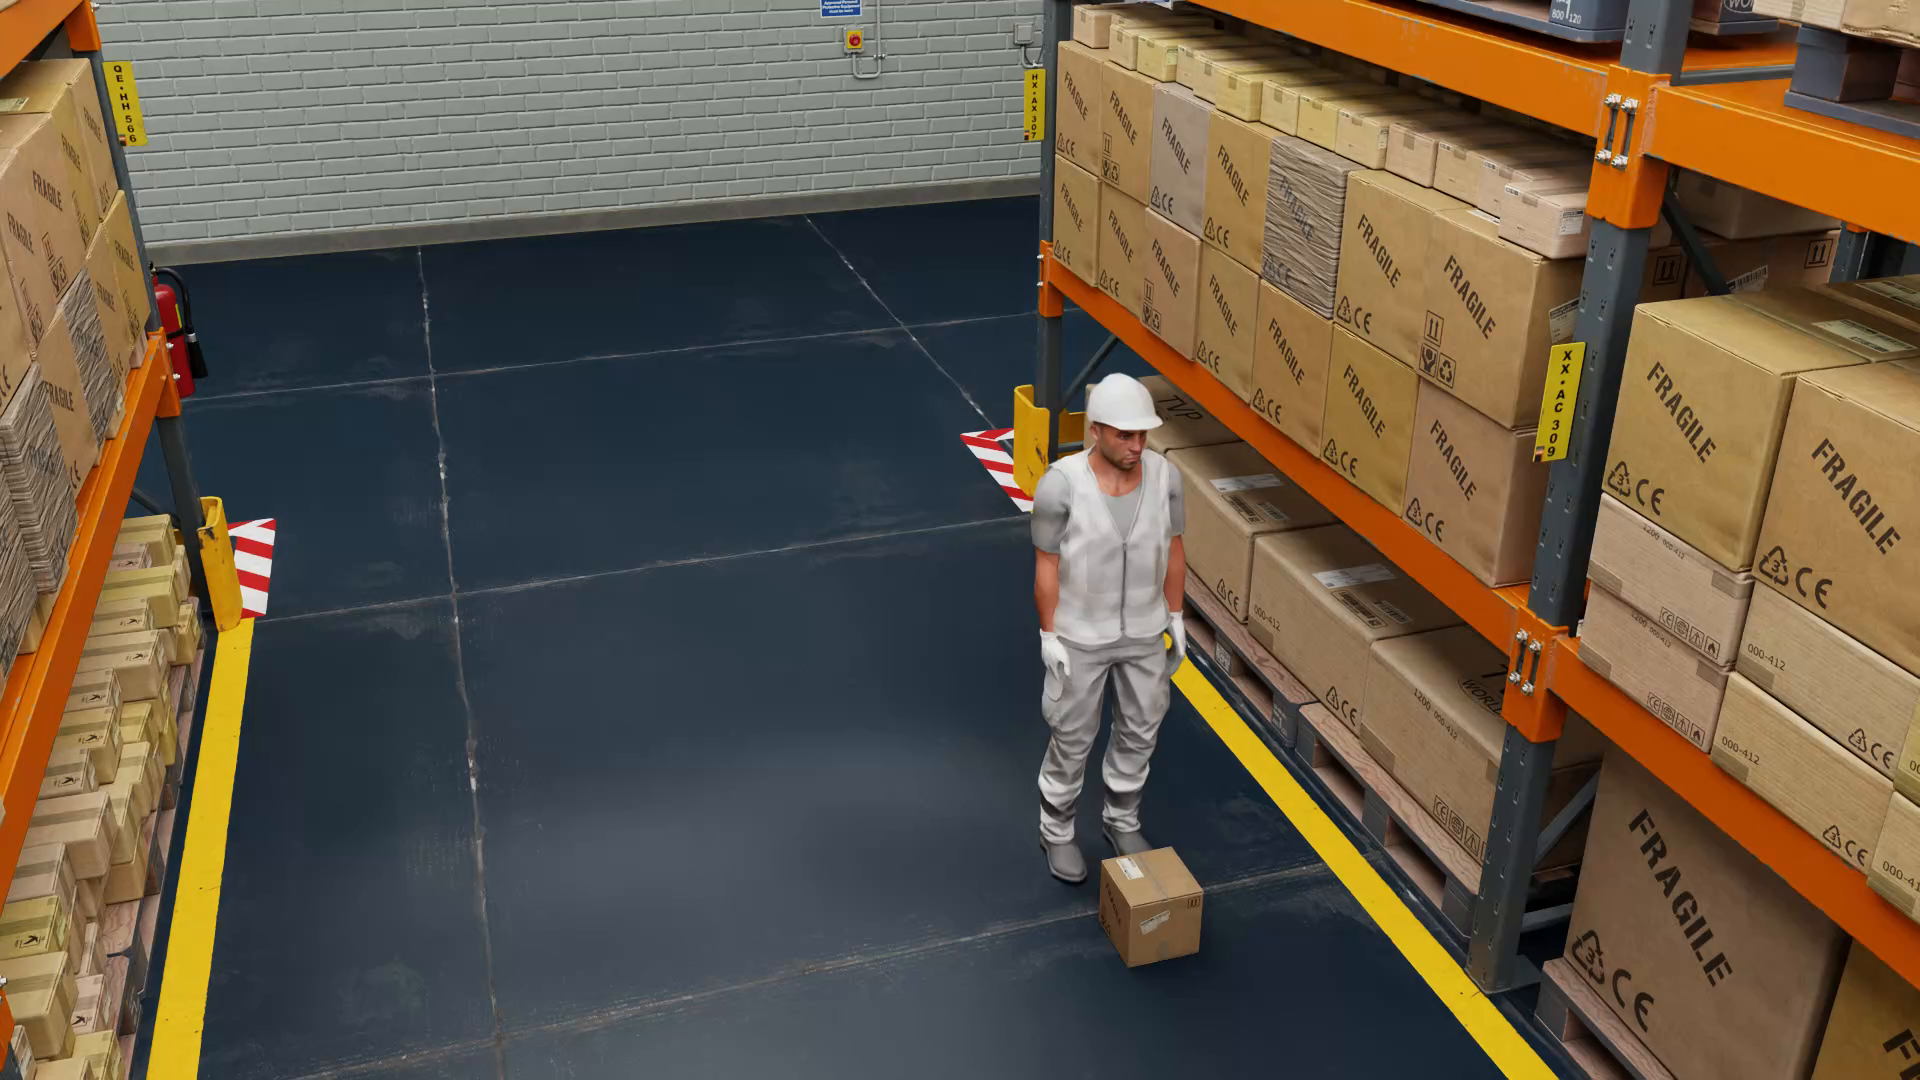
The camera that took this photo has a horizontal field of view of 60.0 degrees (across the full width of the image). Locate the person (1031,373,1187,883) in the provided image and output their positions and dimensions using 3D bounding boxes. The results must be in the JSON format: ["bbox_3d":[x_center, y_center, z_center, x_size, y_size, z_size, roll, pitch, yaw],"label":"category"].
[{"bbox_3d":[0.494,0.301,5.475,0.526,1.782,0.342,-8,27,-15],"label":"person"}]
